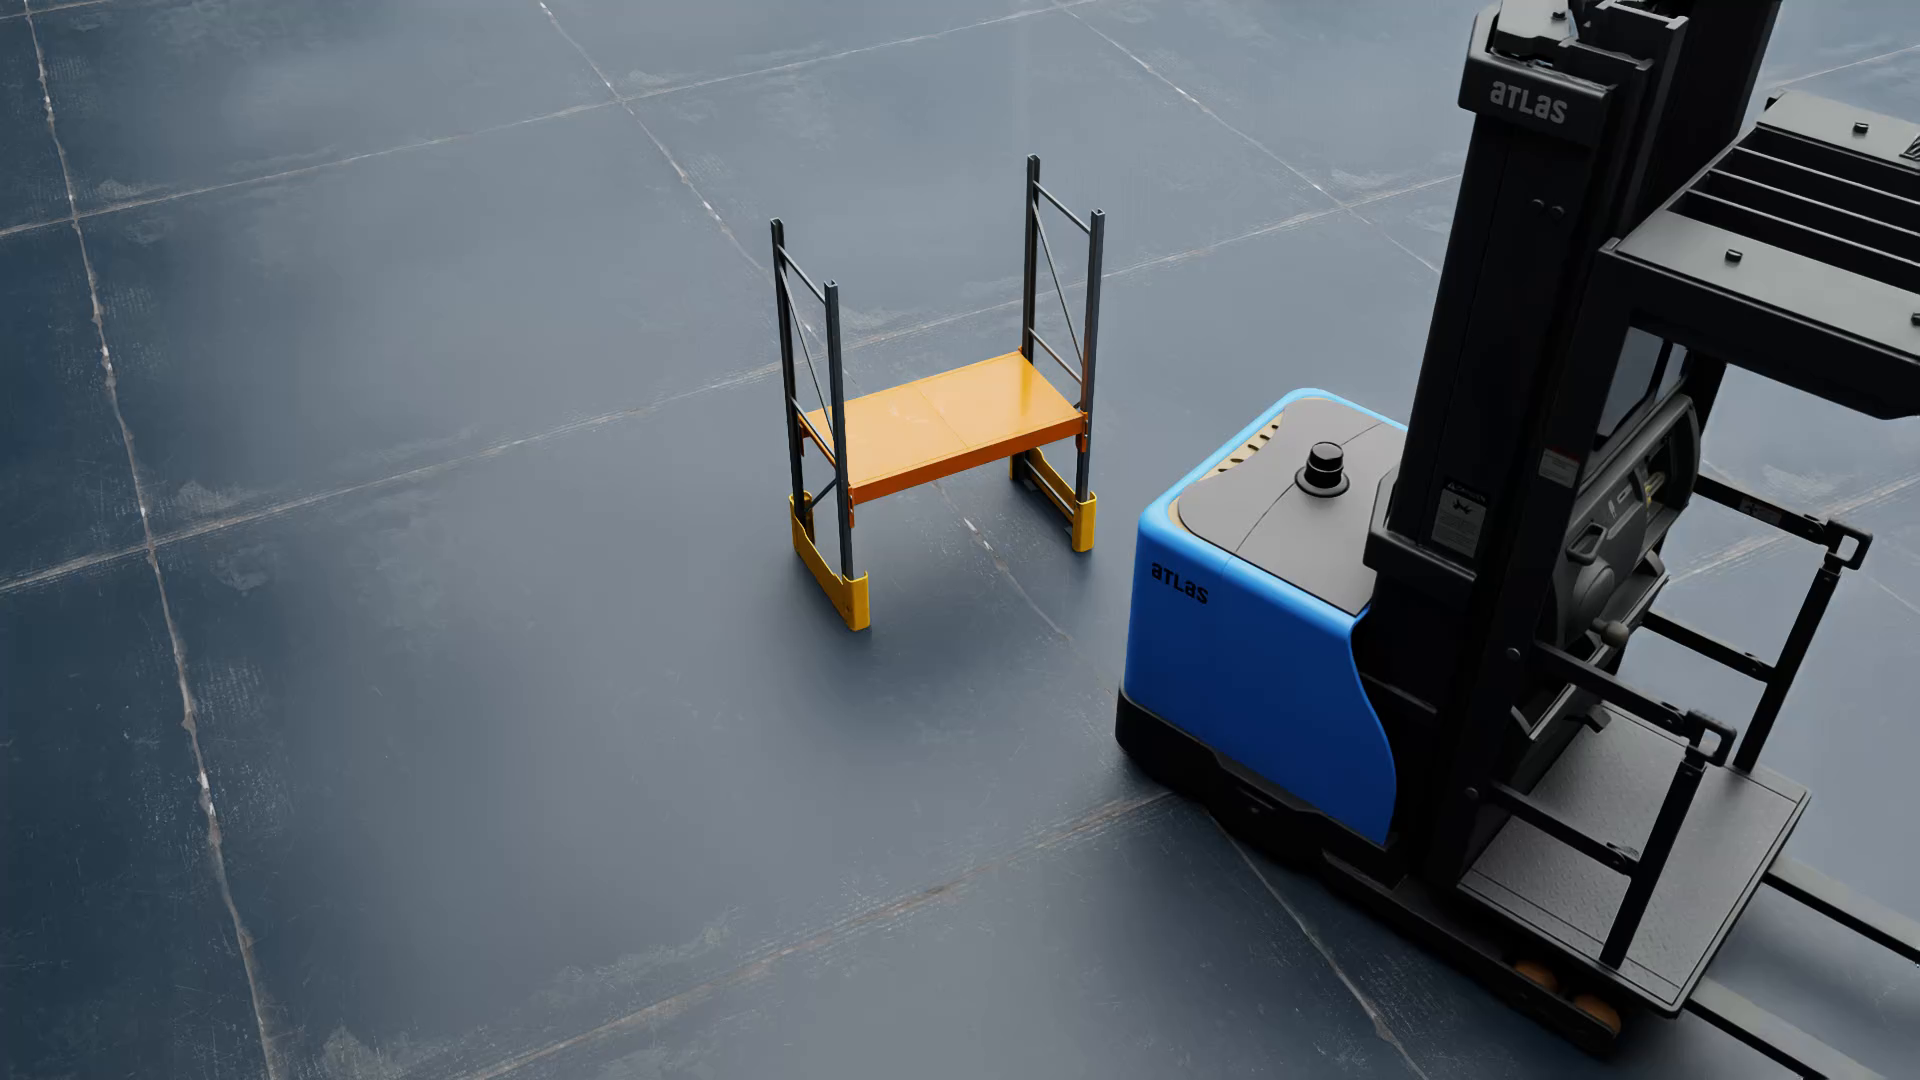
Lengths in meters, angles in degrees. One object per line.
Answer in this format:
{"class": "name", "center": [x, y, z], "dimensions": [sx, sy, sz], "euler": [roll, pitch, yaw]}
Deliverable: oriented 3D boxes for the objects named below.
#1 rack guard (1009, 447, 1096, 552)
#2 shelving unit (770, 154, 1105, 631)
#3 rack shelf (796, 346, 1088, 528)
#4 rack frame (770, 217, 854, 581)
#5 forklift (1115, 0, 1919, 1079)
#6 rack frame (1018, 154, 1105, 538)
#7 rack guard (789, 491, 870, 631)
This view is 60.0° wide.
{"class": "rack guard", "center": [0.374, -0.221, 6.818], "dimensions": [0.087, 0.250, 0.587], "euler": [-19, 44, -21]}
{"class": "shelving unit", "center": [-0.068, -0.550, 6.239], "dimensions": [1.083, 1.500, 0.587], "euler": [-19, 44, -21]}
{"class": "rack shelf", "center": [-0.076, -0.410, 6.352], "dimensions": [1.000, 0.185, 0.538], "euler": [-19, 44, -21]}
{"class": "rack frame", "center": [-0.527, -0.395, 6.056], "dimensions": [0.032, 1.500, 0.500], "euler": [-19, 44, -21]}
{"class": "forklift", "center": [1.988, 0.011, 4.468], "dimensions": [3.031, 2.935, 1.130], "euler": [29, 48, 30]}
{"class": "rack frame", "center": [0.375, -0.699, 6.415], "dimensions": [0.032, 1.500, 0.500], "euler": [-19, 44, -21]}
{"class": "rack guard", "center": [-0.509, 0.076, 6.467], "dimensions": [0.087, 0.250, 0.587], "euler": [-19, 44, -21]}
